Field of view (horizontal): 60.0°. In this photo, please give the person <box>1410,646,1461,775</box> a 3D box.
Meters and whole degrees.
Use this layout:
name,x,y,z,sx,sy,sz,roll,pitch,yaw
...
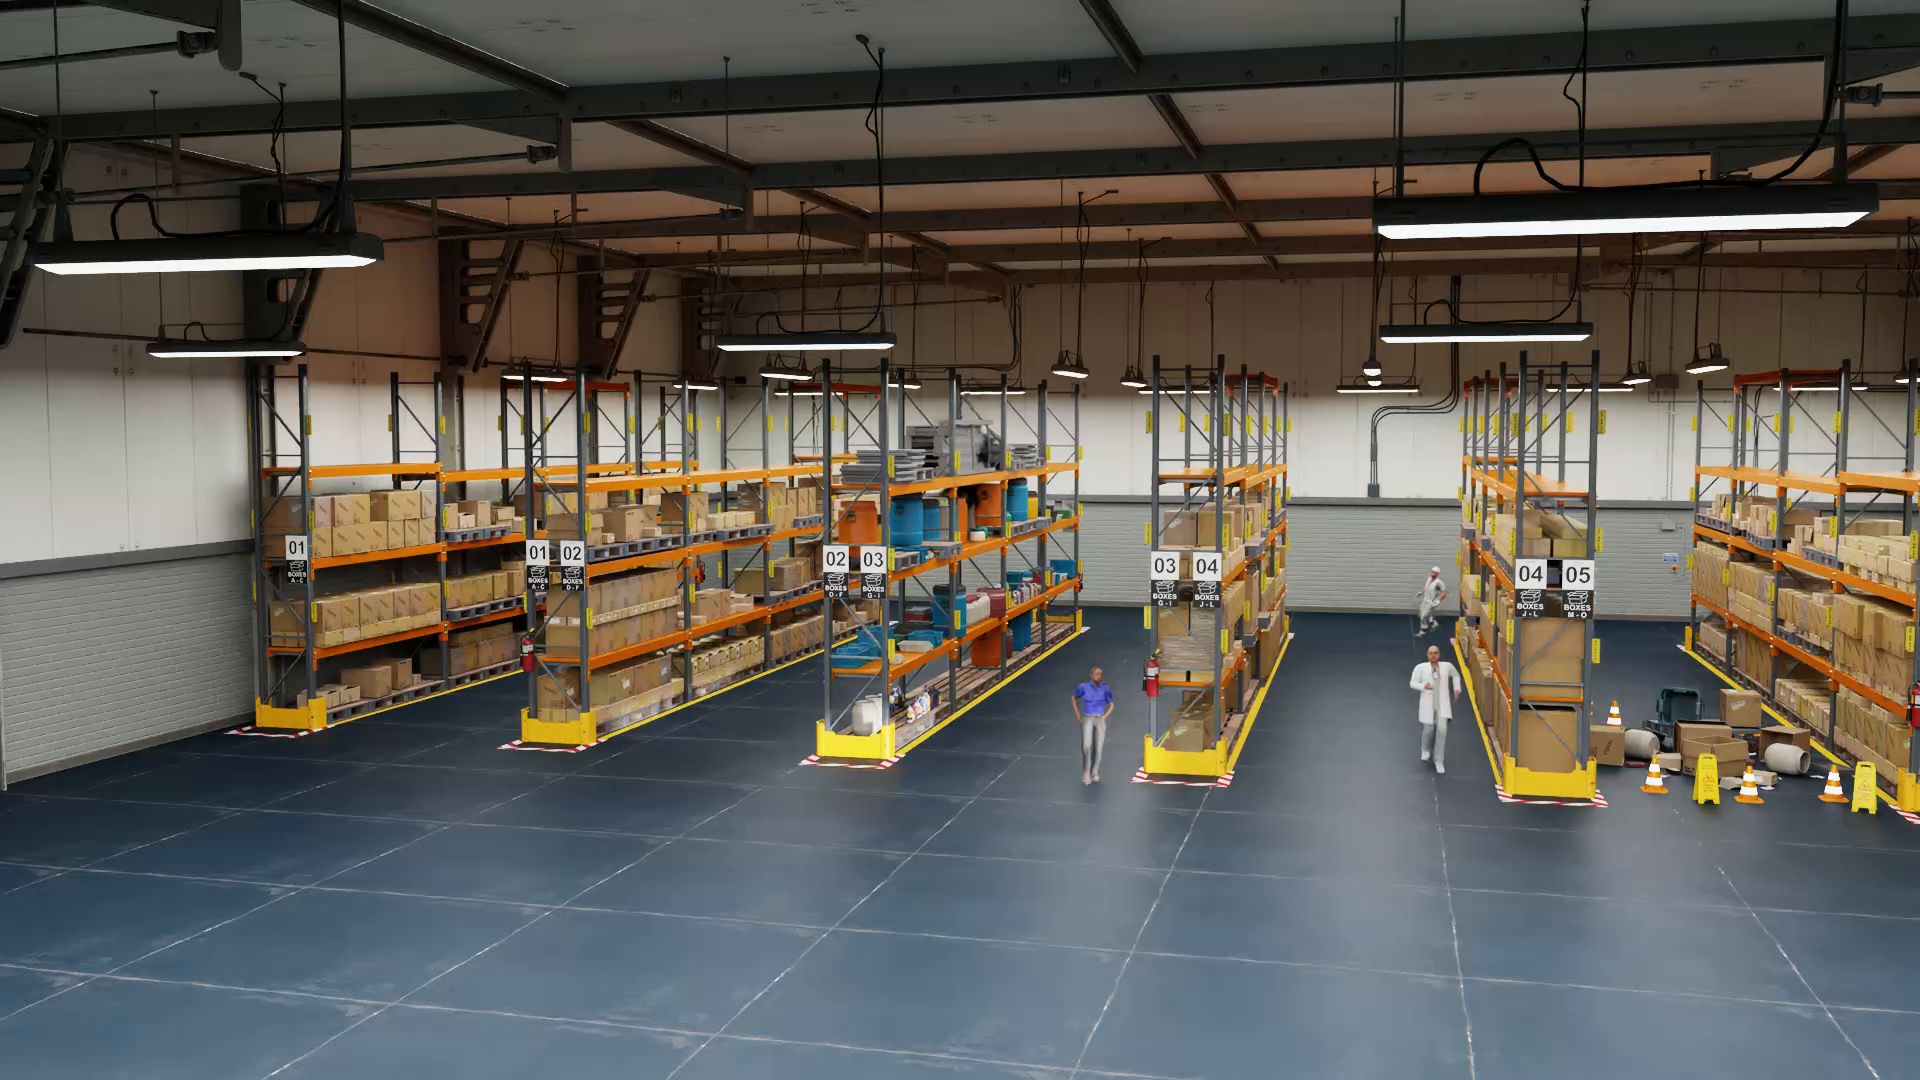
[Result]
name,x,y,z,sx,sy,sz,roll,pitch,yaw
person,6.948,2.451,24.305,0.729,1.811,0.974,1,4,14

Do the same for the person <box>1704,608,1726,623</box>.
name,x,y,z,sx,sy,sz,roll,pitch,yaw
person,17.316,1.483,38.160,0.767,1.720,1.007,-4,5,-42

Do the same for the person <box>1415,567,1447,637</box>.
name,x,y,z,sx,sy,sz,roll,pitch,yaw
person,11.143,1.464,39.131,0.673,1.700,0.737,-1,4,-17

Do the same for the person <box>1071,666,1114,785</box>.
name,x,y,z,sx,sy,sz,roll,pitch,yaw
person,1.861,2.636,23.282,0.574,1.550,0.642,0,4,-1

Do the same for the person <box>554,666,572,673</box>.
name,x,y,z,sx,sy,sz,roll,pitch,yaw
person,-6.991,2.147,29.366,0.570,1.654,0.547,1,4,8
